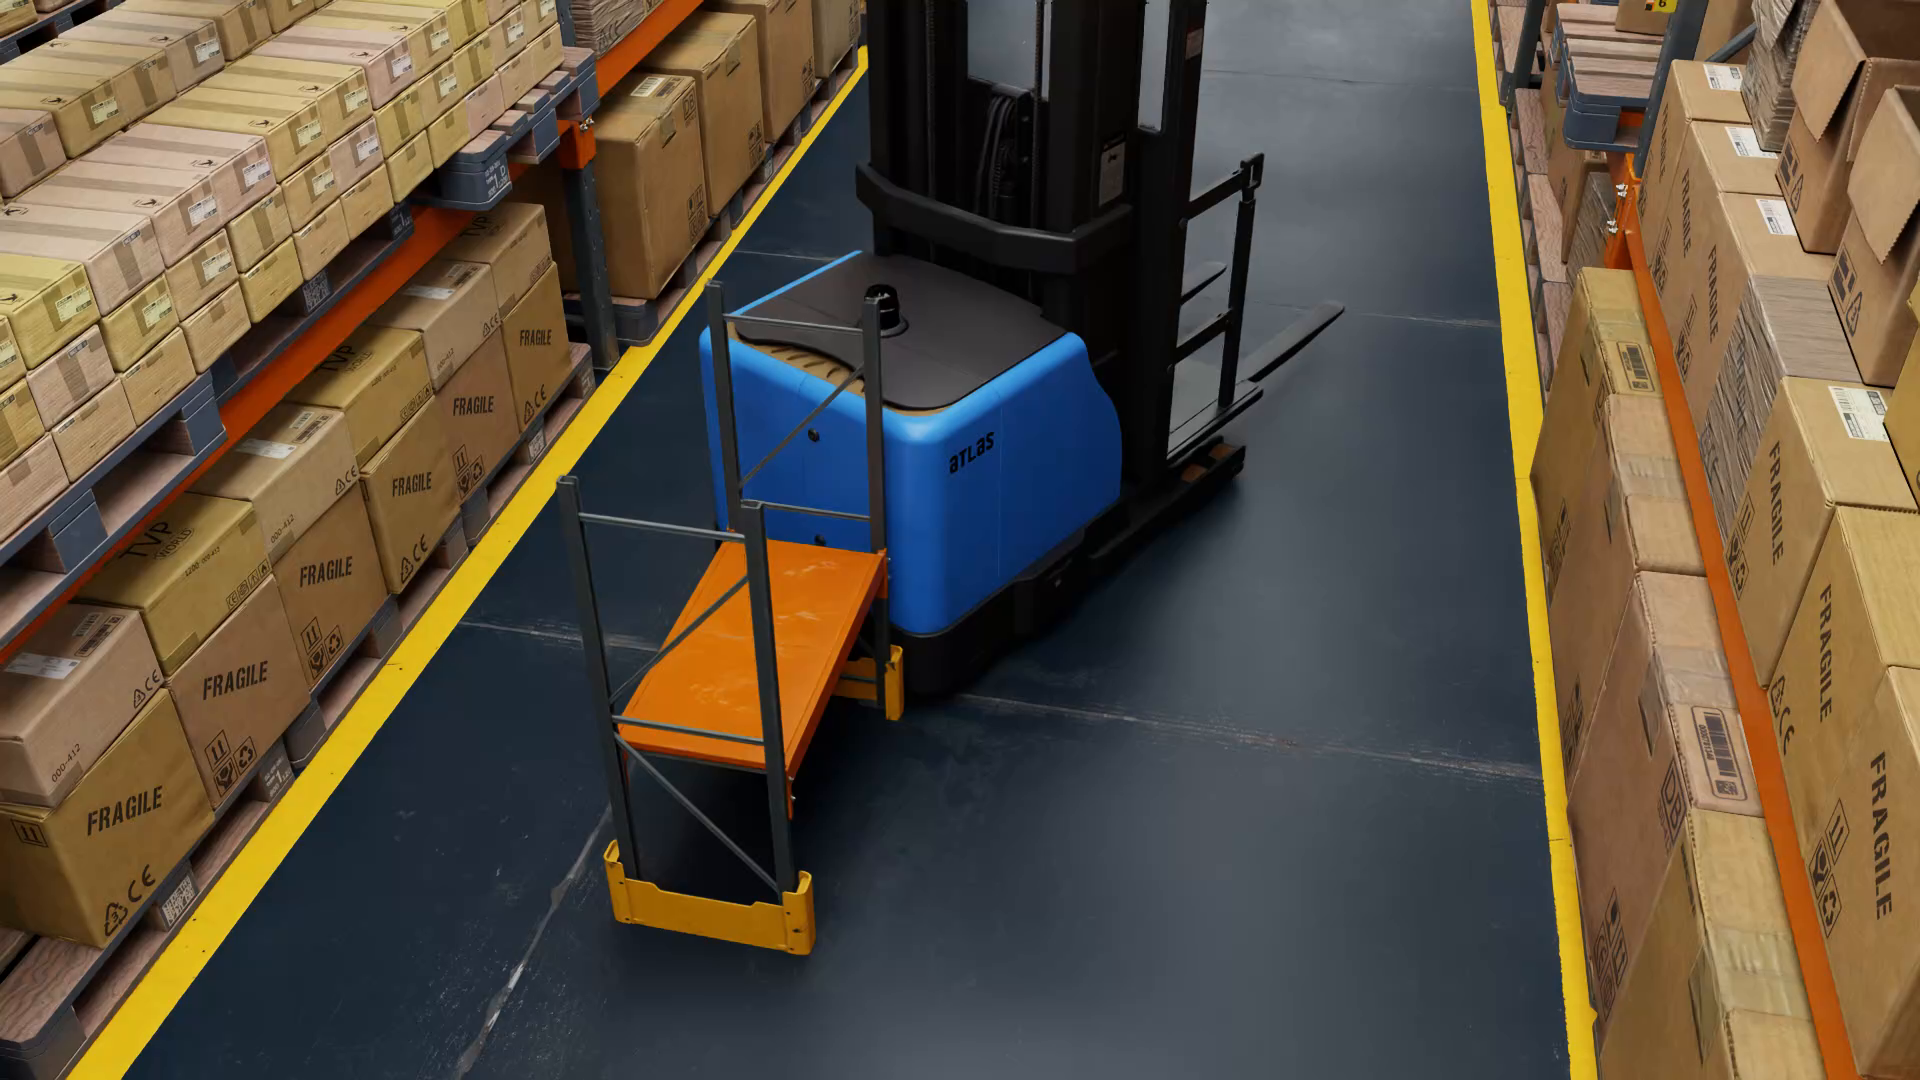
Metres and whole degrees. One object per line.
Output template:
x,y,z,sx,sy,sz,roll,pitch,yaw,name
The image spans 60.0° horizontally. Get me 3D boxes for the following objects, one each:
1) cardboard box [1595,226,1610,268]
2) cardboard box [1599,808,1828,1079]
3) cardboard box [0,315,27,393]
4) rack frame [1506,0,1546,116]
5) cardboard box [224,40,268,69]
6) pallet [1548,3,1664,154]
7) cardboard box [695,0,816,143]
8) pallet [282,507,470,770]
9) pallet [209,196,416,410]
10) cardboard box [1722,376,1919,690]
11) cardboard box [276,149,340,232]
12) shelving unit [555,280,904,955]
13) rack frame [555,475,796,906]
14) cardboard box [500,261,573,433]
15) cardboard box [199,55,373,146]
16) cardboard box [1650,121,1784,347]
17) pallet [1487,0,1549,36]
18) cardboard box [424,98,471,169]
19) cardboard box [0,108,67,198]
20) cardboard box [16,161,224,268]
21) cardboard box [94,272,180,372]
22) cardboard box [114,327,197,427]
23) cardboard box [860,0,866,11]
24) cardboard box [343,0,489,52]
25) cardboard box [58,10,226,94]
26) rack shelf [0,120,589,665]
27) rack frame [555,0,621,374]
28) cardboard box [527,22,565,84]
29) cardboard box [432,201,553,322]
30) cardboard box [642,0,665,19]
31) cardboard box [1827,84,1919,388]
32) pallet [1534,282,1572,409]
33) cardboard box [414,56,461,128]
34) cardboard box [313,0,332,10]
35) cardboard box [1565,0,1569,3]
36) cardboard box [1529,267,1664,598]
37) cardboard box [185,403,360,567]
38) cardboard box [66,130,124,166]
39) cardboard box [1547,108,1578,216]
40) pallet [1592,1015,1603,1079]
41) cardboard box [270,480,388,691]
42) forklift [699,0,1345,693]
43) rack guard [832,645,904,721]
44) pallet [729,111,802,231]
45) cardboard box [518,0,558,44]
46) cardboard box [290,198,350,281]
2.945,-0.912,6.707,0.700,0.500,0.500,5,36,8,cardboard box
2.084,1.255,3.415,1.225,0.875,0.875,7,37,10,cardboard box
-2.270,-0.383,3.572,0.380,0.149,0.250,8,37,11,cardboard box
3.676,-3.652,8.733,1.000,3.000,0.127,7,37,10,rack frame
-2.465,-1.522,5.396,0.380,0.149,0.250,7,37,10,cardboard box
2.870,-1.703,6.207,1.213,0.211,1.003,7,37,10,pallet
-1.402,-2.671,8.939,1.050,0.750,0.750,7,37,10,cardboard box
-2.433,0.236,5.745,1.003,0.211,1.213,7,37,10,pallet
-2.385,-0.821,4.990,1.003,0.211,1.213,7,37,10,pallet
2.018,0.008,3.598,0.500,0.500,0.500,7,37,9,cardboard box
-1.991,-0.999,4.675,0.380,0.149,0.250,7,36,9,cardboard box
-0.587,0.209,4.683,0.587,1.500,1.083,8,37,10,shelving unit
-0.698,0.495,4.289,0.500,1.500,0.032,8,37,10,rack frame
-1.887,-0.786,6.551,0.500,0.500,0.500,7,37,10,cardboard box
-1.937,-1.268,4.793,0.380,0.149,0.250,9,37,12,cardboard box
2.344,-0.859,4.794,0.500,0.500,0.500,6,36,9,cardboard box
4.043,-3.614,11.057,1.003,0.211,1.213,7,37,10,pallet
-1.825,-1.334,5.391,0.380,0.149,0.250,7,36,9,cardboard box
-2.682,-1.056,4.501,0.380,0.149,0.250,6,36,8,cardboard box
-2.102,-0.820,4.174,0.380,0.149,0.250,7,37,10,cardboard box
-2.160,-0.548,4.053,0.380,0.149,0.250,6,36,8,cardboard box
-2.158,-0.428,4.141,0.380,0.149,0.250,8,37,10,cardboard box
-0.945,-3.993,10.657,0.875,0.875,0.875,8,37,11,cardboard box
-1.771,-1.716,5.410,0.380,0.149,0.250,8,37,11,cardboard box
-2.515,-1.506,5.121,0.380,0.149,0.250,9,37,12,cardboard box
-2.429,-0.601,5.136,1.077,0.370,4.000,7,37,10,rack shelf
-2.002,-2.039,6.507,1.000,3.000,0.127,7,37,10,rack frame
-1.659,-1.767,5.988,0.380,0.149,0.250,8,37,11,cardboard box
-1.892,-1.075,6.311,0.500,0.250,0.500,6,36,9,cardboard box
-1.537,-2.595,7.189,0.500,0.500,0.500,7,37,10,cardboard box
2.371,-0.630,3.623,0.797,0.503,0.637,8,37,11,cardboard box
2.990,-0.678,7.005,1.003,0.211,1.213,7,37,10,pallet
-1.826,-1.439,5.283,0.380,0.149,0.250,7,37,10,cardboard box
-2.345,-1.953,5.738,0.380,0.149,0.250,6,36,9,cardboard box
3.801,-3.034,9.653,0.500,0.500,0.500,6,36,9,cardboard box
2.654,-0.276,5.527,1.225,0.875,0.875,6,36,8,cardboard box
-2.216,-0.195,5.096,0.500,0.250,0.500,9,37,12,cardboard box
-2.629,-1.082,4.789,0.380,0.149,0.250,9,37,12,cardboard box
3.285,-1.877,8.039,0.700,0.500,0.500,4,36,6,cardboard box
2.058,1.611,3.847,1.003,0.211,1.213,7,37,10,pallet
-2.230,0.101,5.327,0.500,0.500,0.500,8,37,11,cardboard box
0.466,-1.480,5.795,1.130,2.935,3.031,26,43,31,forklift
-0.475,0.431,5.443,0.587,0.250,0.087,8,37,10,rack guard
-1.497,-2.049,8.898,1.003,0.211,1.213,7,37,10,pallet
-1.663,-1.887,5.900,0.380,0.149,0.250,8,37,11,cardboard box
-1.993,-0.875,4.758,0.380,0.149,0.250,6,36,8,cardboard box
